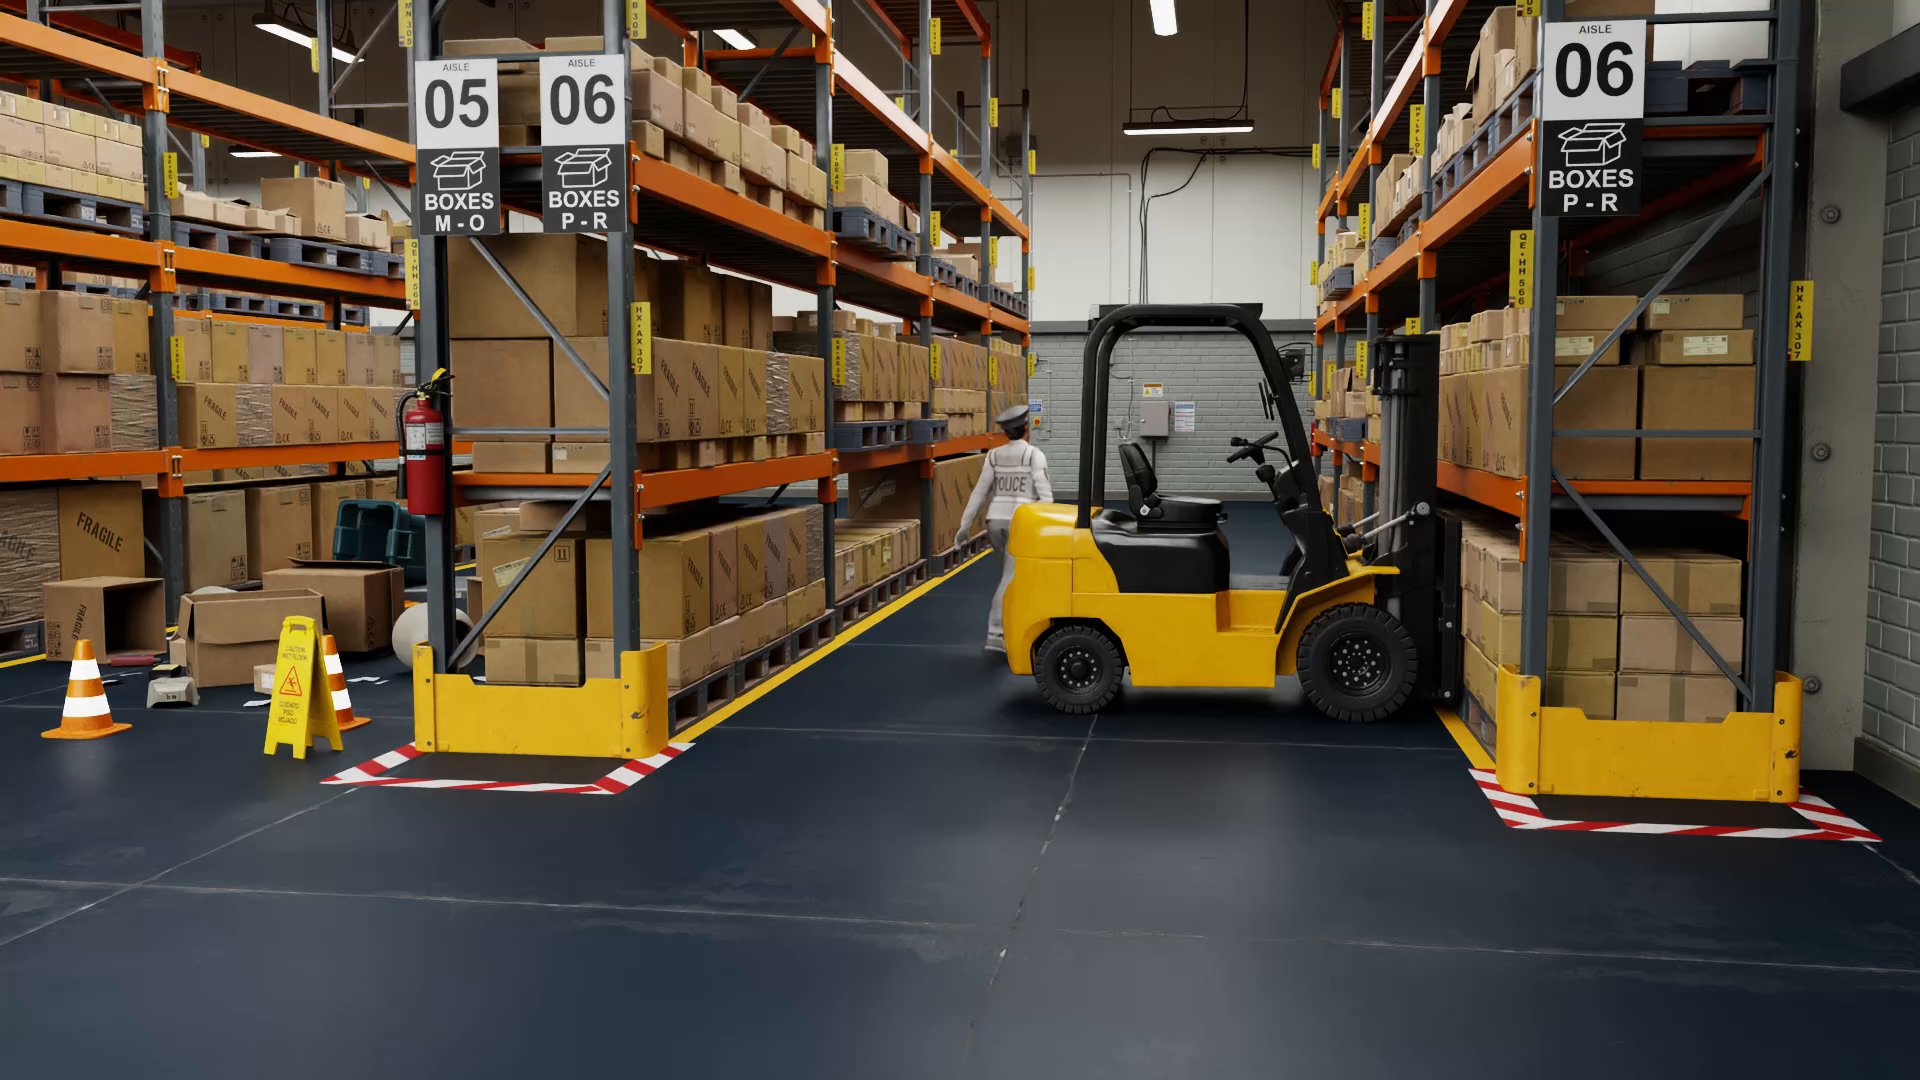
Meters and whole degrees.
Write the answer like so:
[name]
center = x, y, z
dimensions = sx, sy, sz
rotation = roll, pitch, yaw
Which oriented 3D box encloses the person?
[person]
center = 0.339, -0.086, 10.994
dimensions = 0.670, 1.611, 1.019
rotation = 3, 6, 35
